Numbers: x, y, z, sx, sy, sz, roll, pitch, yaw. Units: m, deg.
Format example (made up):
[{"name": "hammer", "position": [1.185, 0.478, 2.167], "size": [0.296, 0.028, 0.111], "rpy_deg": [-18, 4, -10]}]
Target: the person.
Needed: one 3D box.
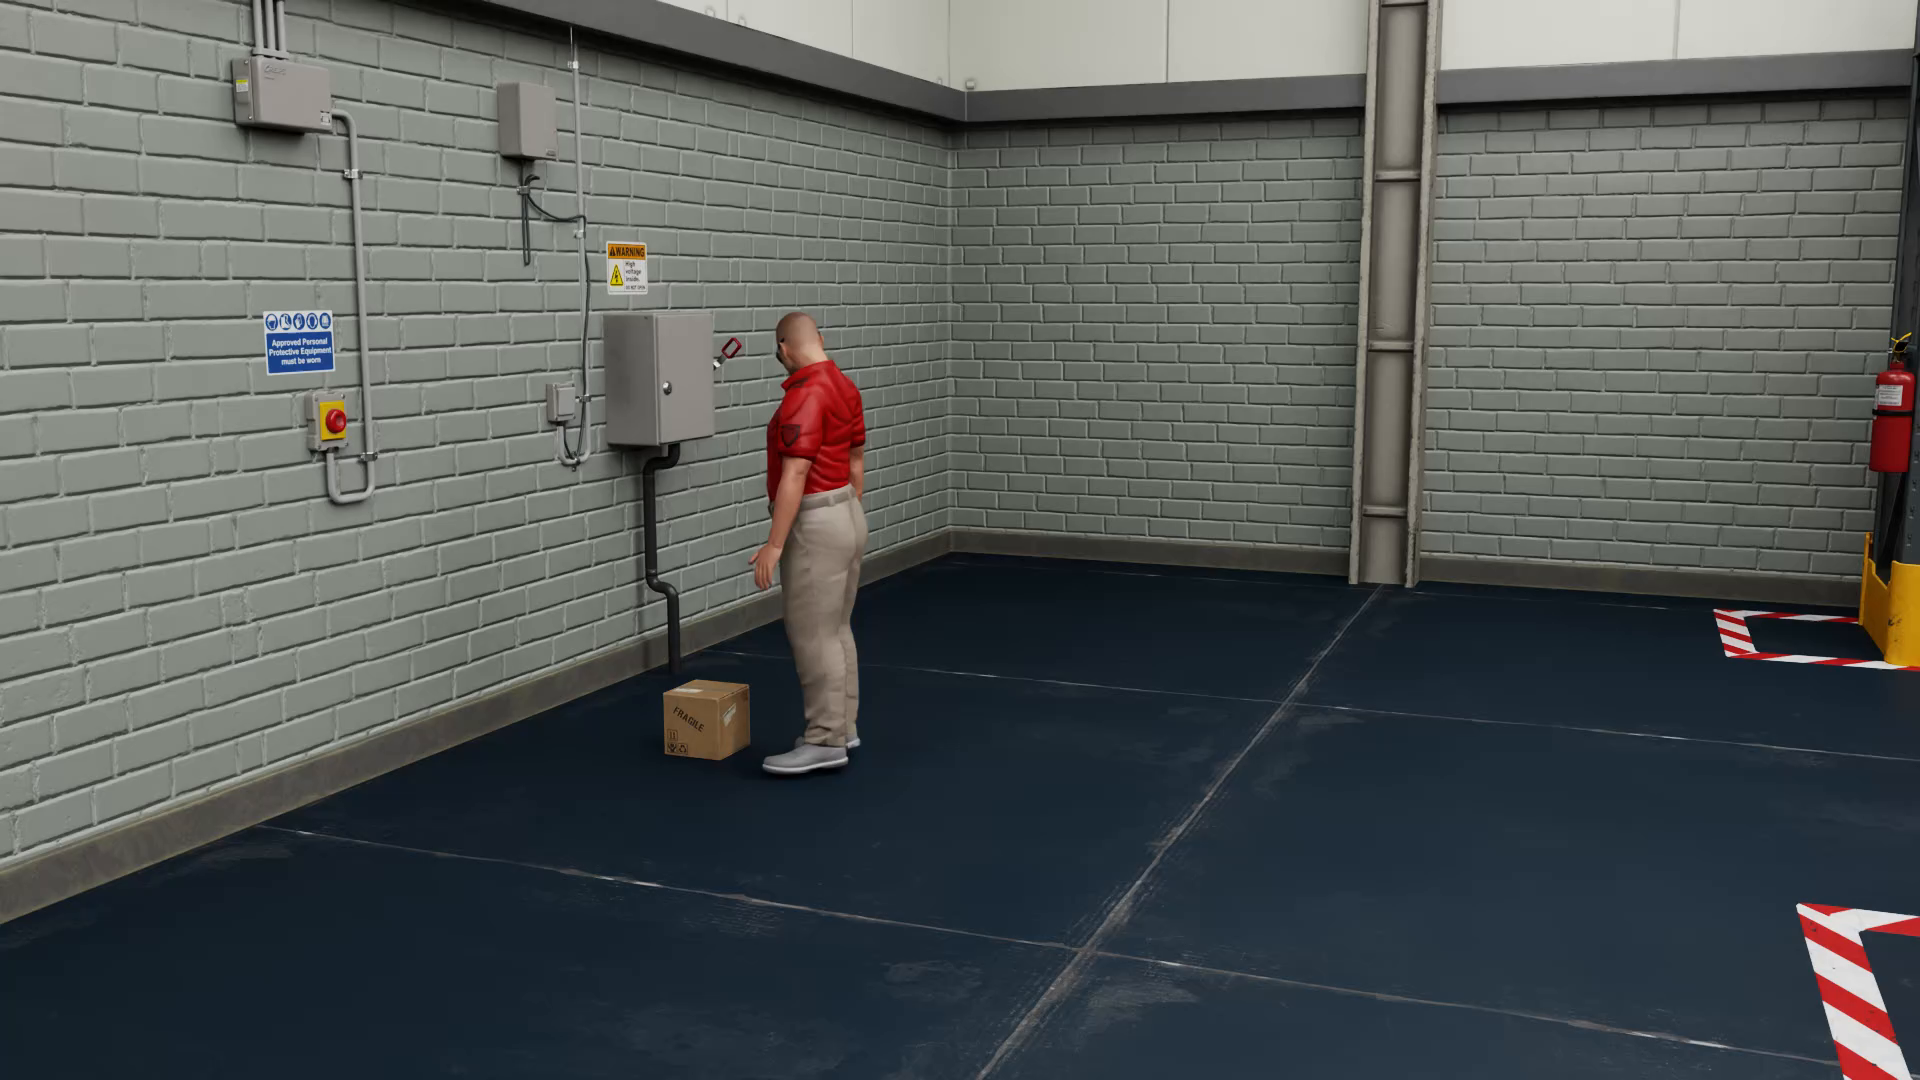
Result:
[{"name": "person", "position": [-0.555, 0.021, 6.296], "size": [0.364, 1.752, 0.630], "rpy_deg": [2, 9, 12]}]
